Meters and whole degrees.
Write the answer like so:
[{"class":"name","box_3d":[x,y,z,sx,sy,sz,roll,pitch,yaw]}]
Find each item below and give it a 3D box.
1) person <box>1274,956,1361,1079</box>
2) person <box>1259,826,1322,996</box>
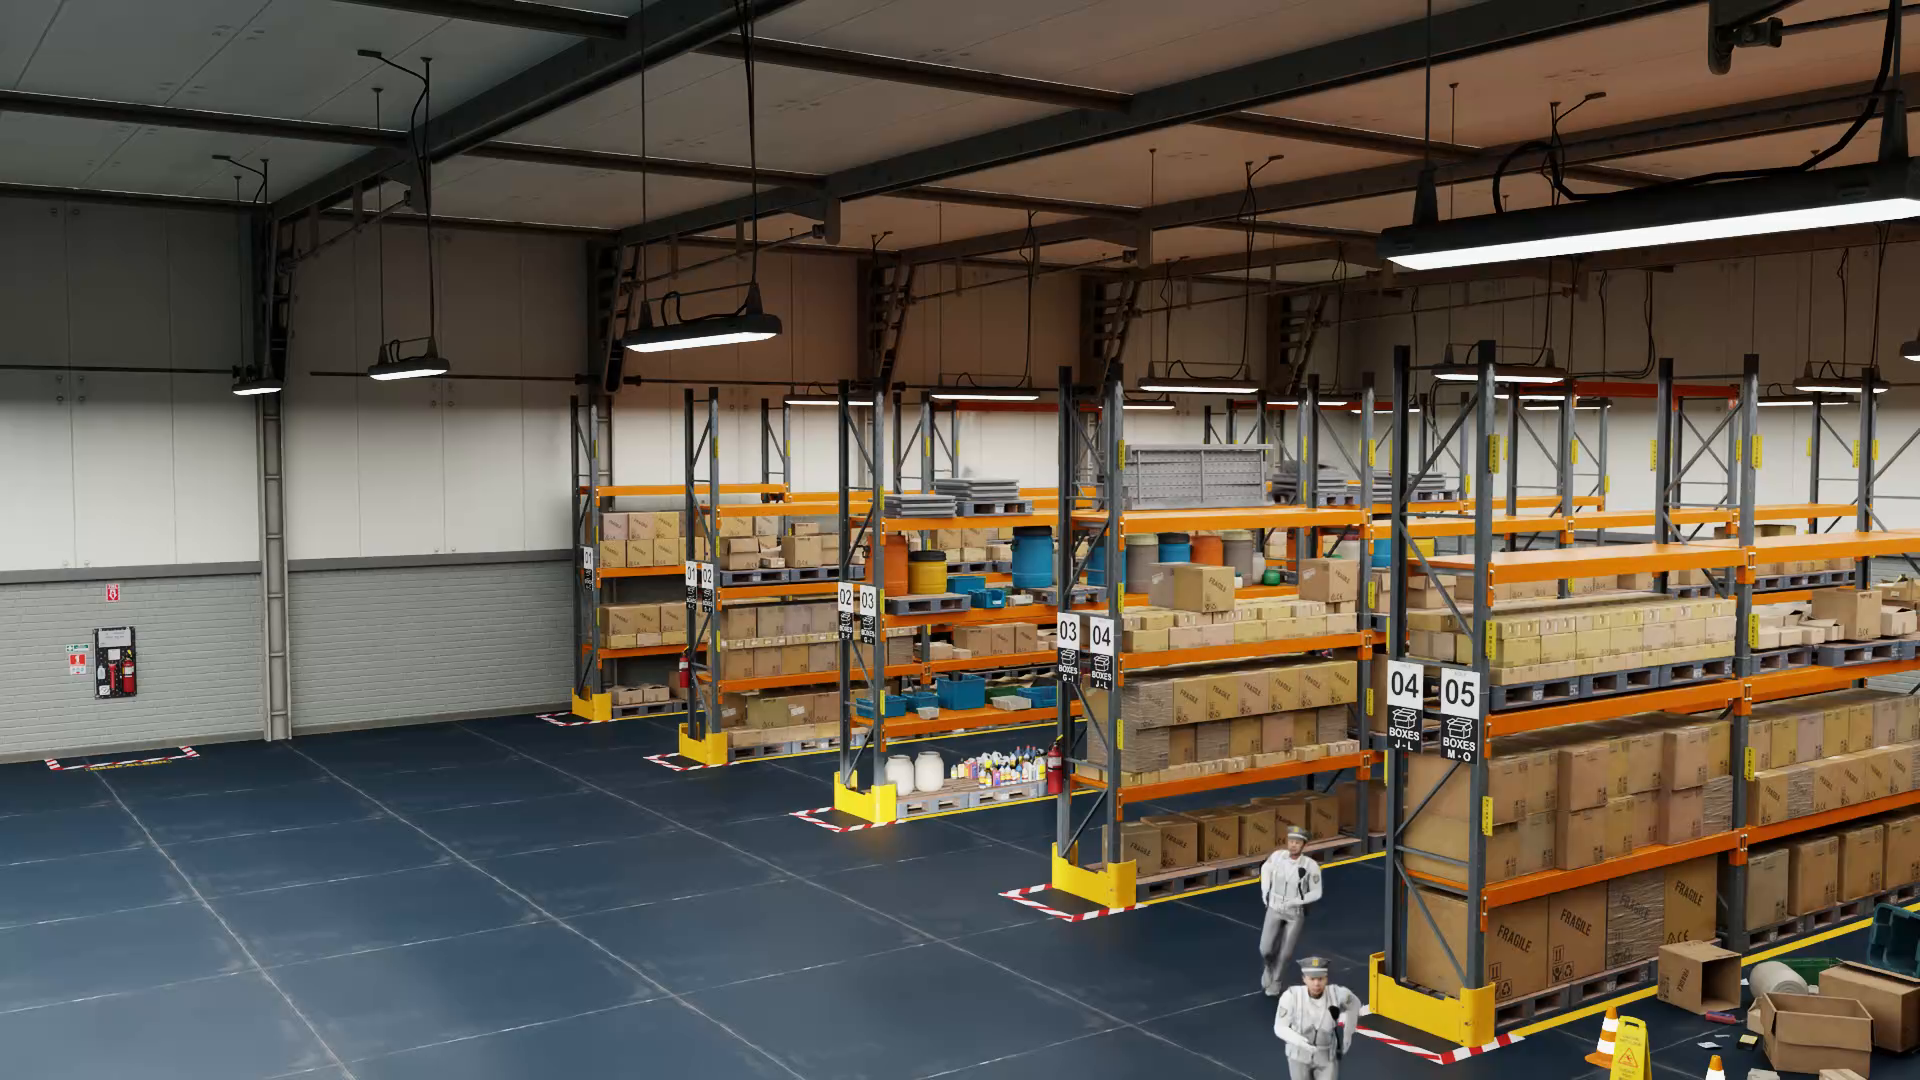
[{"class":"person","box_3d":[2.495,3.665,11.610,0.595,1.622,0.648,1,4,11]},{"class":"person","box_3d":[3.032,3.420,15.304,0.606,1.640,0.528,2,4,25]}]
